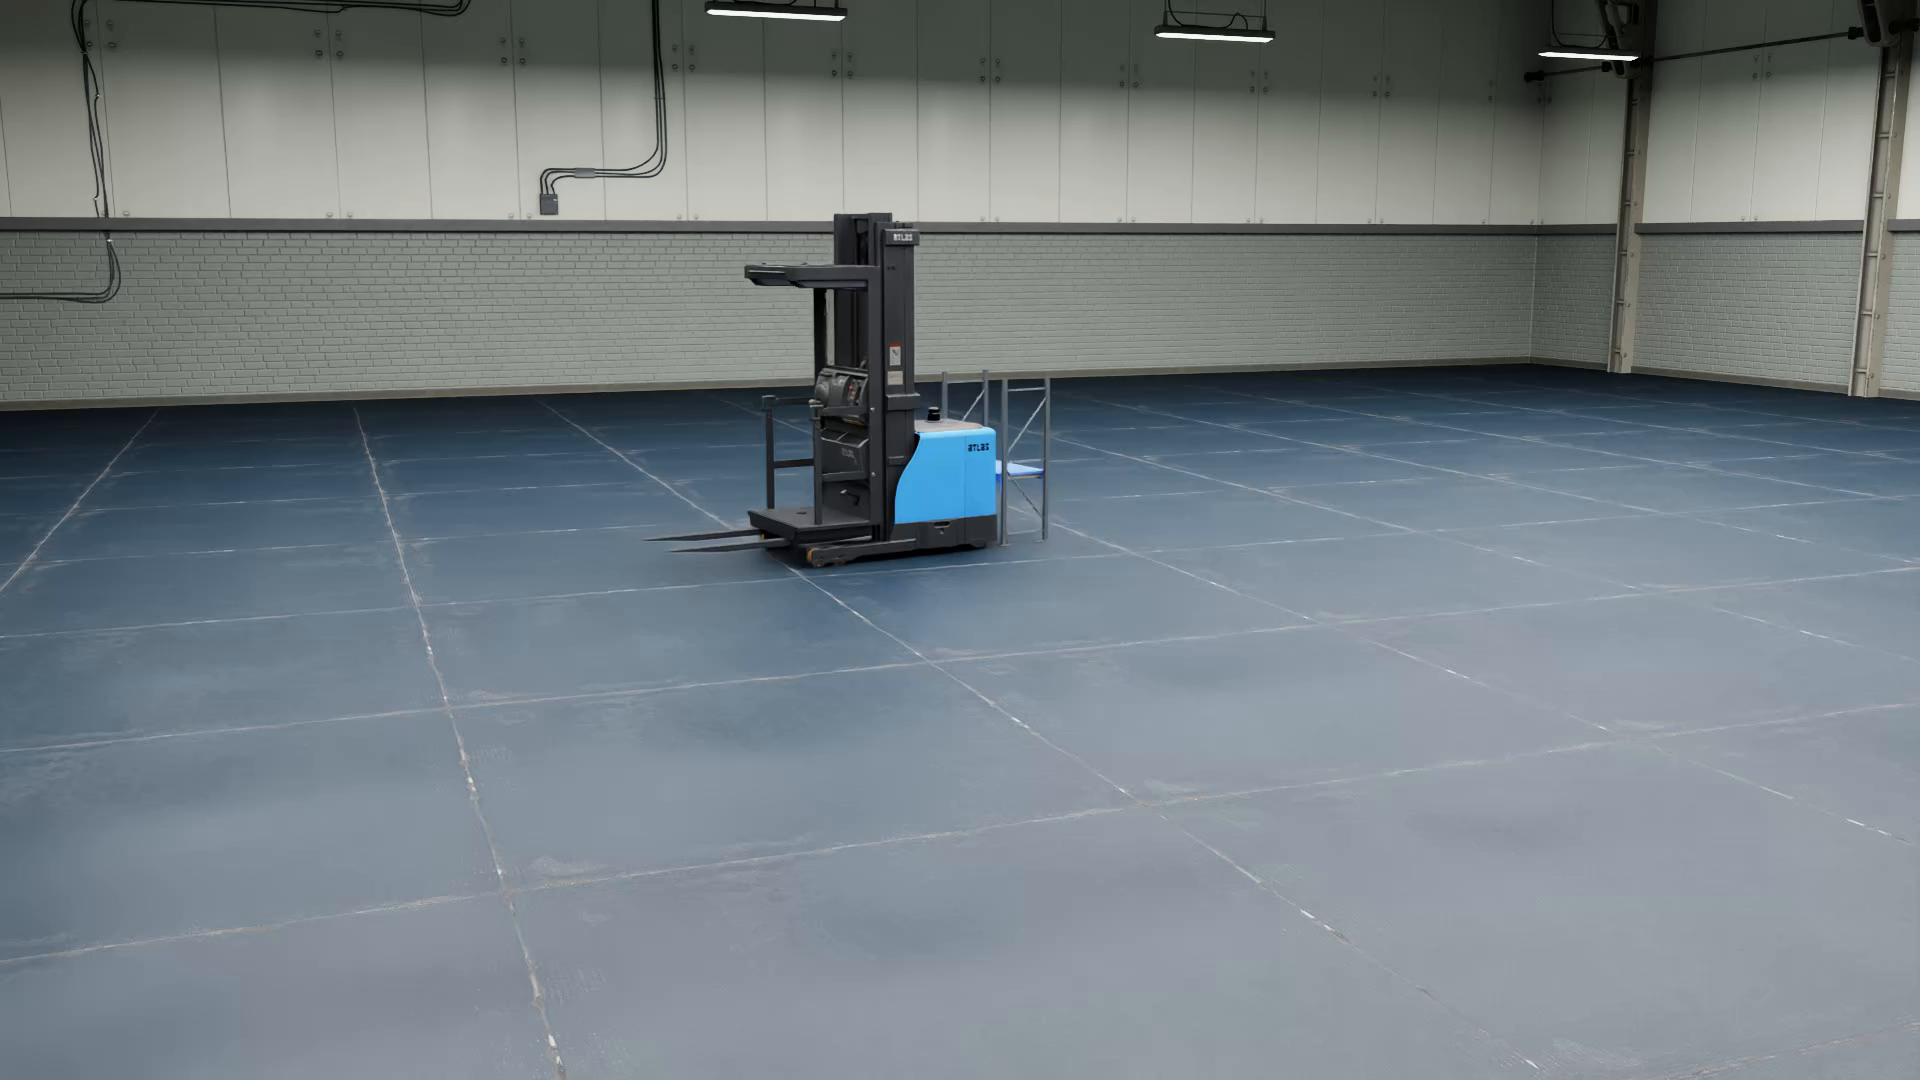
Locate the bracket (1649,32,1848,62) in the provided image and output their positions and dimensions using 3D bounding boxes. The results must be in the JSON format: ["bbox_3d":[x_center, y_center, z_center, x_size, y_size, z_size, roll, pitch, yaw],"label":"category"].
[{"bbox_3d":[14.718,-9.243,31.238,0.076,0.066,4.783,-4,11,-21],"label":"bracket"}]

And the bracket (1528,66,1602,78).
[{"bbox_3d":[12.839,-10.089,35.996,0.076,0.066,3.189,-4,11,-21],"label":"bracket"}]

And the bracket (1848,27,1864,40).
[{"bbox_3d":[15.658,-8.819,28.858,0.235,0.232,0.430,-4,11,-21],"label":"bracket"}]

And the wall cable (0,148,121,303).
[{"bbox_3d":[-15.230,-5.018,26.633,3.097,2.526,0.112,-4,11,-21],"label":"wall cable"}]

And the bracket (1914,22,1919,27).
[{"bbox_3d":[16.892,-8.263,25.732,0.076,0.066,4.783,-4,11,-21],"label":"bracket"}]

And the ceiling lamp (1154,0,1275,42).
[{"bbox_3d":[3.900,-9.444,25.979,2.000,3.185,0.800,-4,11,-21],"label":"ceiling lamp"}]

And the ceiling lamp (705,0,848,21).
[{"bbox_3d":[-2.680,-8.996,23.460,2.000,3.185,0.800,-4,11,-21],"label":"ceiling lamp"}]

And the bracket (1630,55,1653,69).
[{"bbox_3d":[13.784,-9.663,33.602,0.235,0.232,0.430,-4,11,-21],"label":"bracket"}]

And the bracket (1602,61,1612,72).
[{"bbox_3d":[13.483,-9.799,34.363,0.235,0.232,0.430,-4,11,-21],"label":"bracket"}]

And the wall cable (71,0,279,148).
[{"bbox_3d":[-12.708,-7.677,27.156,3.097,2.526,0.112,-4,11,-21],"label":"wall cable"}]

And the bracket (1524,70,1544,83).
[{"bbox_3d":[12.624,-10.186,36.538,0.235,0.232,0.430,-4,11,-21],"label":"bracket"}]

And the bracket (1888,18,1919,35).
[{"bbox_3d":[15.958,-8.684,28.096,0.235,0.232,0.430,-4,11,-21],"label":"bracket"}]

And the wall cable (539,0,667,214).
[{"bbox_3d":[-6.376,-8.821,29.436,2.305,6.003,0.169,-4,11,-21],"label":"wall cable"}]

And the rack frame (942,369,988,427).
[{"bbox_3d":[0.047,-0.858,15.789,0.500,1.500,0.032,-6,12,-32],"label":"rack frame"}]

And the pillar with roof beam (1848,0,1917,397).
[{"bbox_3d":[12.126,-6.729,27.383,9.100,9.000,0.548,-4,11,-21],"label":"pillar with roof beam"}]

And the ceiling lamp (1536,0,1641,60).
[{"bbox_3d":[10.741,-9.910,28.598,2.000,3.185,0.800,-4,11,-21],"label":"ceiling lamp"}]

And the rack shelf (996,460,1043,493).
[{"bbox_3d":[0.317,-0.605,15.397,0.538,0.185,1.000,-6,12,-32],"label":"rack shelf"}]

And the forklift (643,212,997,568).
[{"bbox_3d":[-1.204,-1.316,14.279,3.031,2.935,1.130,-6,12,-29],"label":"forklift"}]

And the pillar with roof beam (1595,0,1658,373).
[{"bbox_3d":[9.952,-7.708,32.889,9.100,9.000,0.548,-4,11,-21],"label":"pillar with roof beam"}]

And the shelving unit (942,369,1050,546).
[{"bbox_3d":[0.317,-0.782,15.365,0.538,1.500,1.048,-6,12,-32],"label":"shelving unit"}]

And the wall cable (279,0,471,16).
[{"bbox_3d":[-9.824,-10.112,27.862,3.097,2.526,0.112,-4,11,-21],"label":"wall cable"}]

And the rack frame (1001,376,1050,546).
[{"bbox_3d":[0.587,-0.707,14.941,0.500,1.500,0.032,-6,12,-32],"label":"rack frame"}]
